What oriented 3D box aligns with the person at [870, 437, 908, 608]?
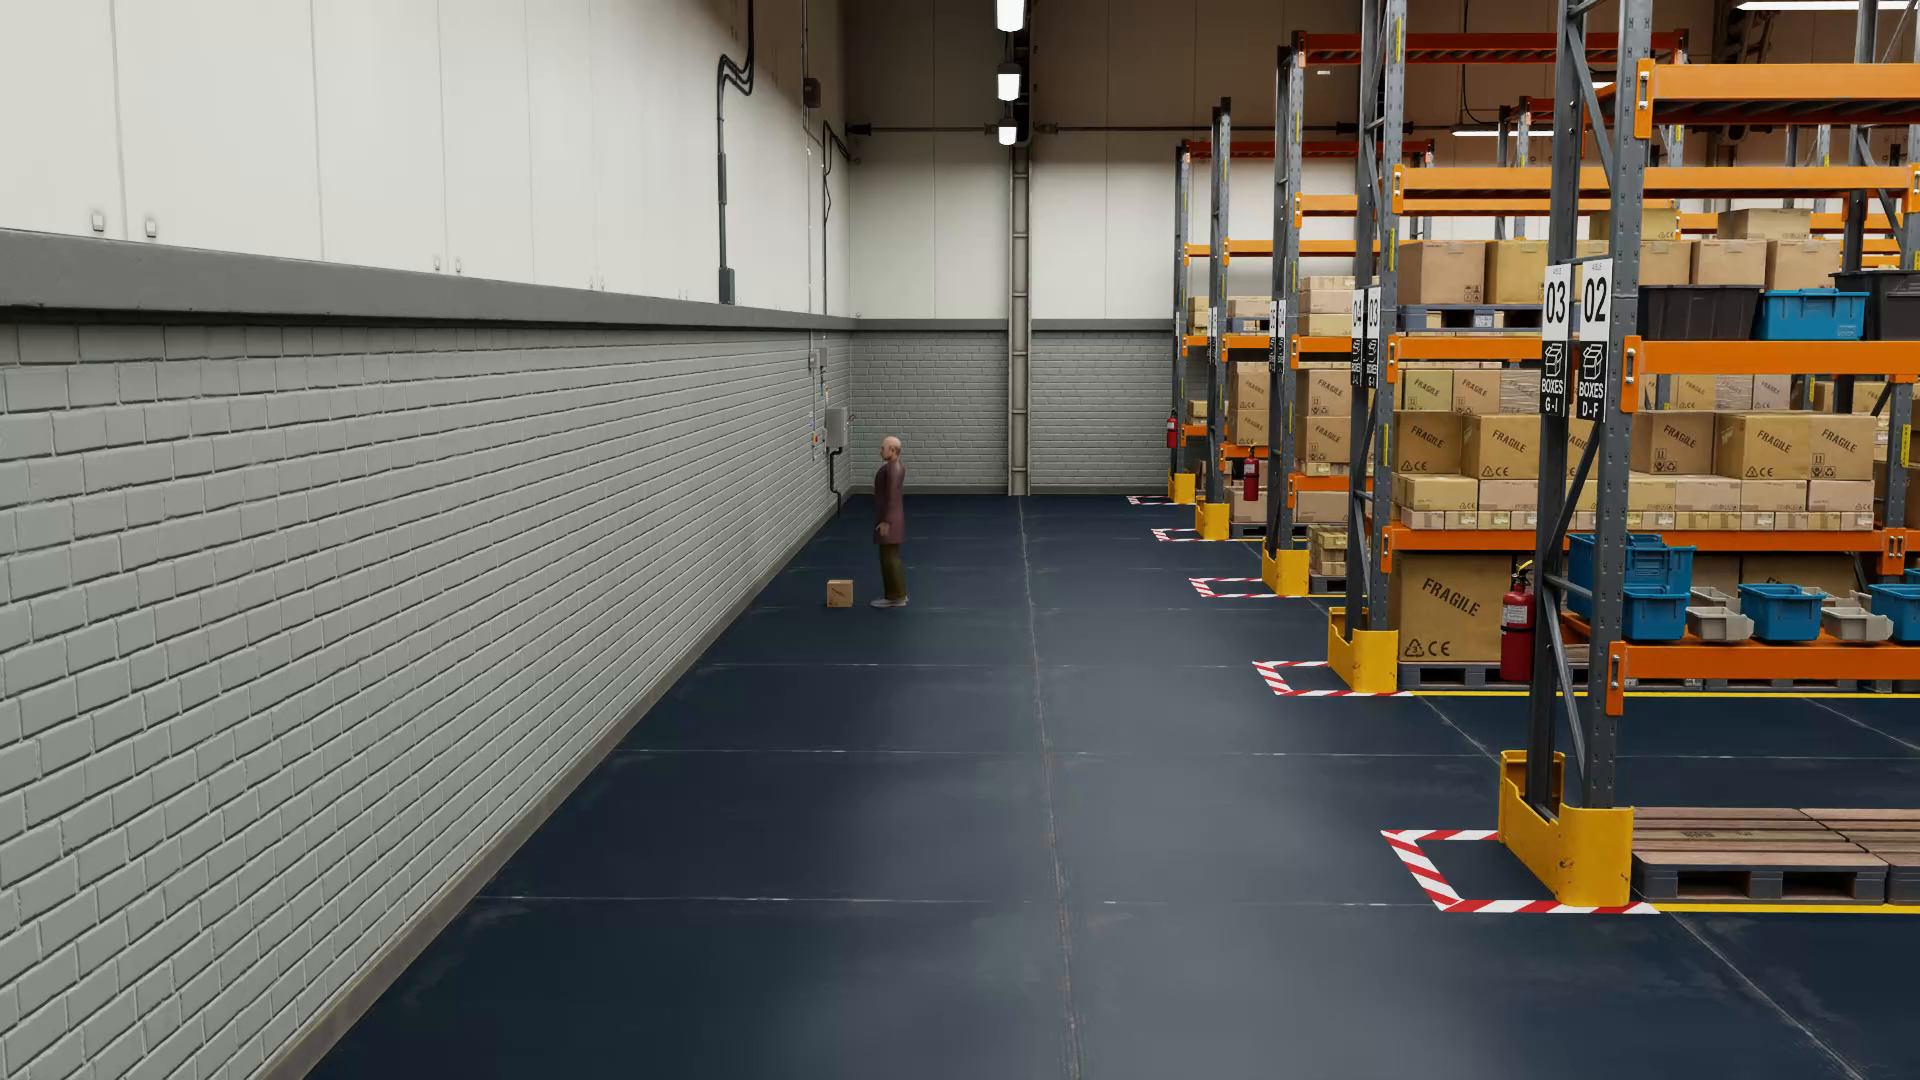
[{"bbox_3d":[-0.746,-0.189,17.371,0.376,1.779,0.561,0,7,3],"label":"person"}]
